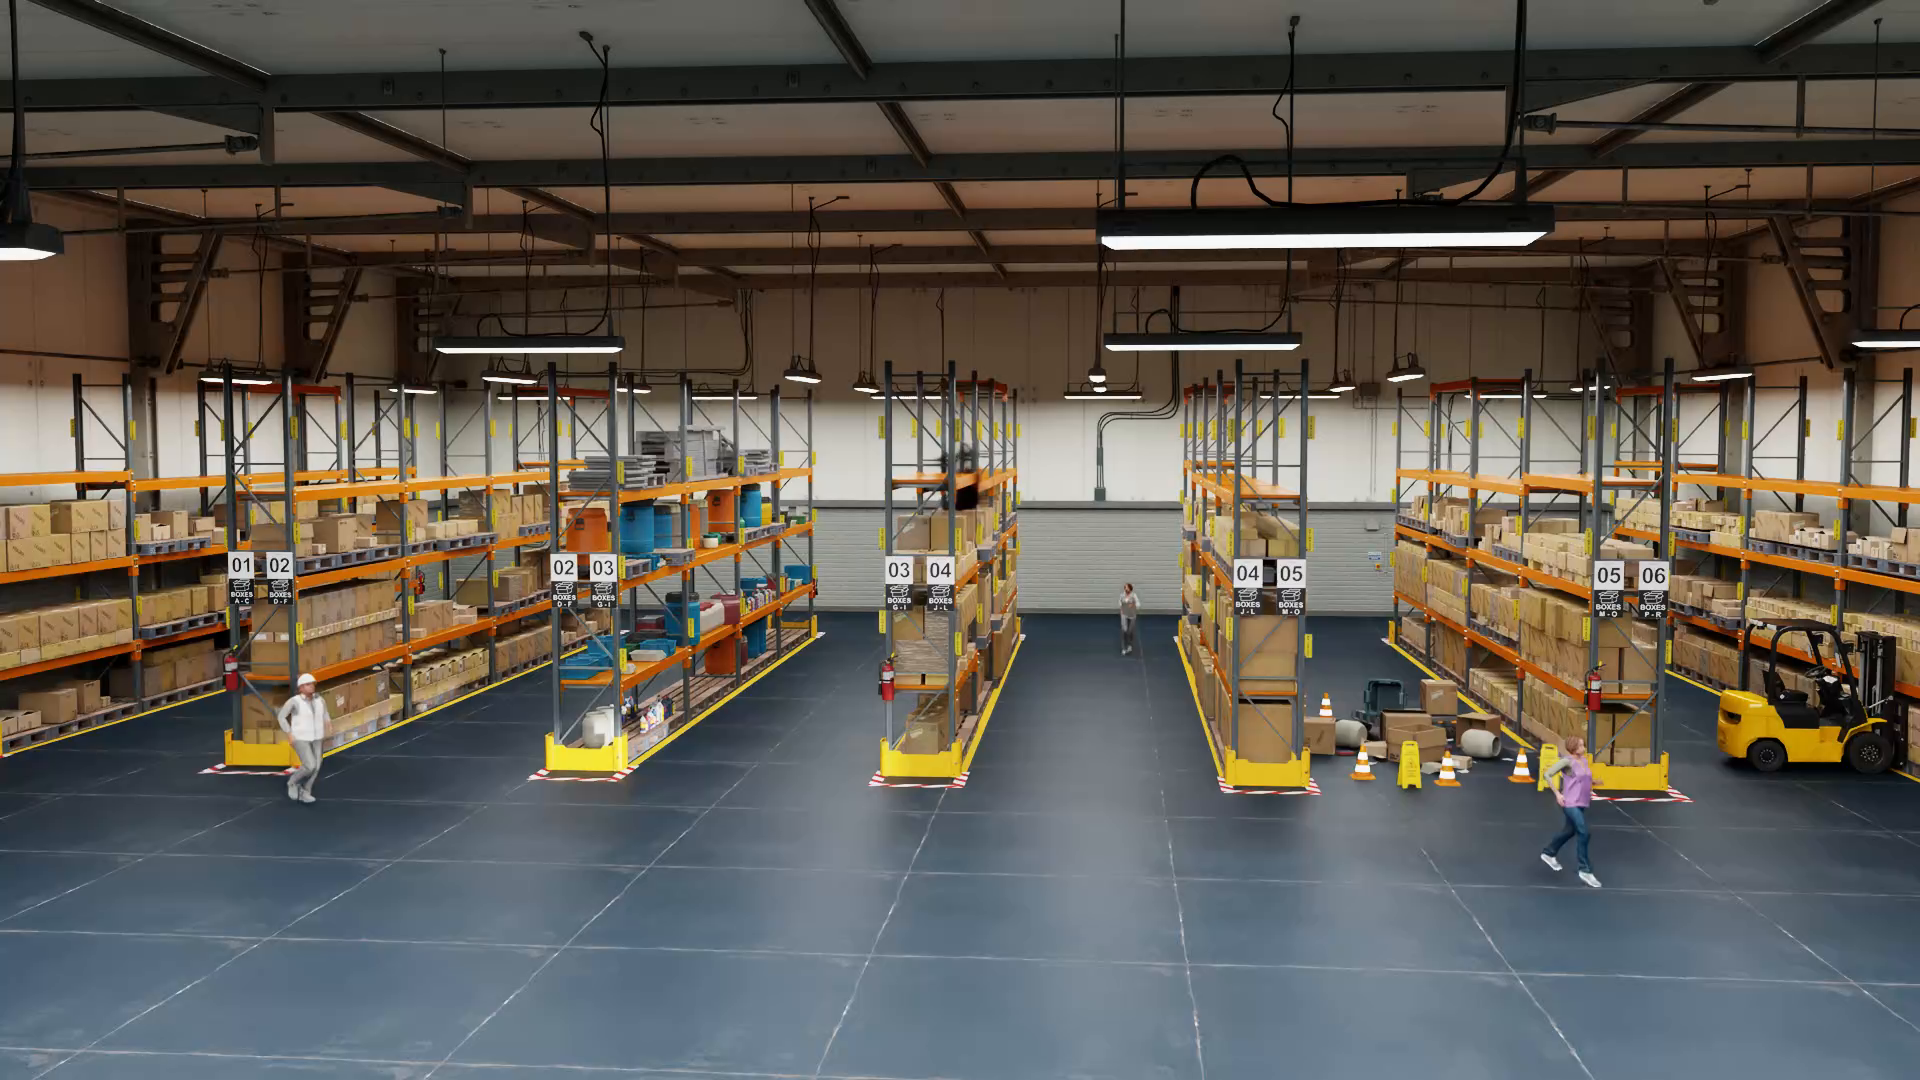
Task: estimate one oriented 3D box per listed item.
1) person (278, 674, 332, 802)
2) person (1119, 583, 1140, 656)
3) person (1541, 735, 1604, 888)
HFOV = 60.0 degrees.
[{"bbox_3d":[-8.731,2.665,22.345,0.568,1.742,0.669,2,4,33],"label":"person"},{"bbox_3d":[3.785,1.770,37.167,0.509,1.650,0.721,1,4,13],"label":"person"},{"bbox_3d":[6.803,2.973,18.483,0.518,1.631,0.783,-3,5,-41],"label":"person"}]
